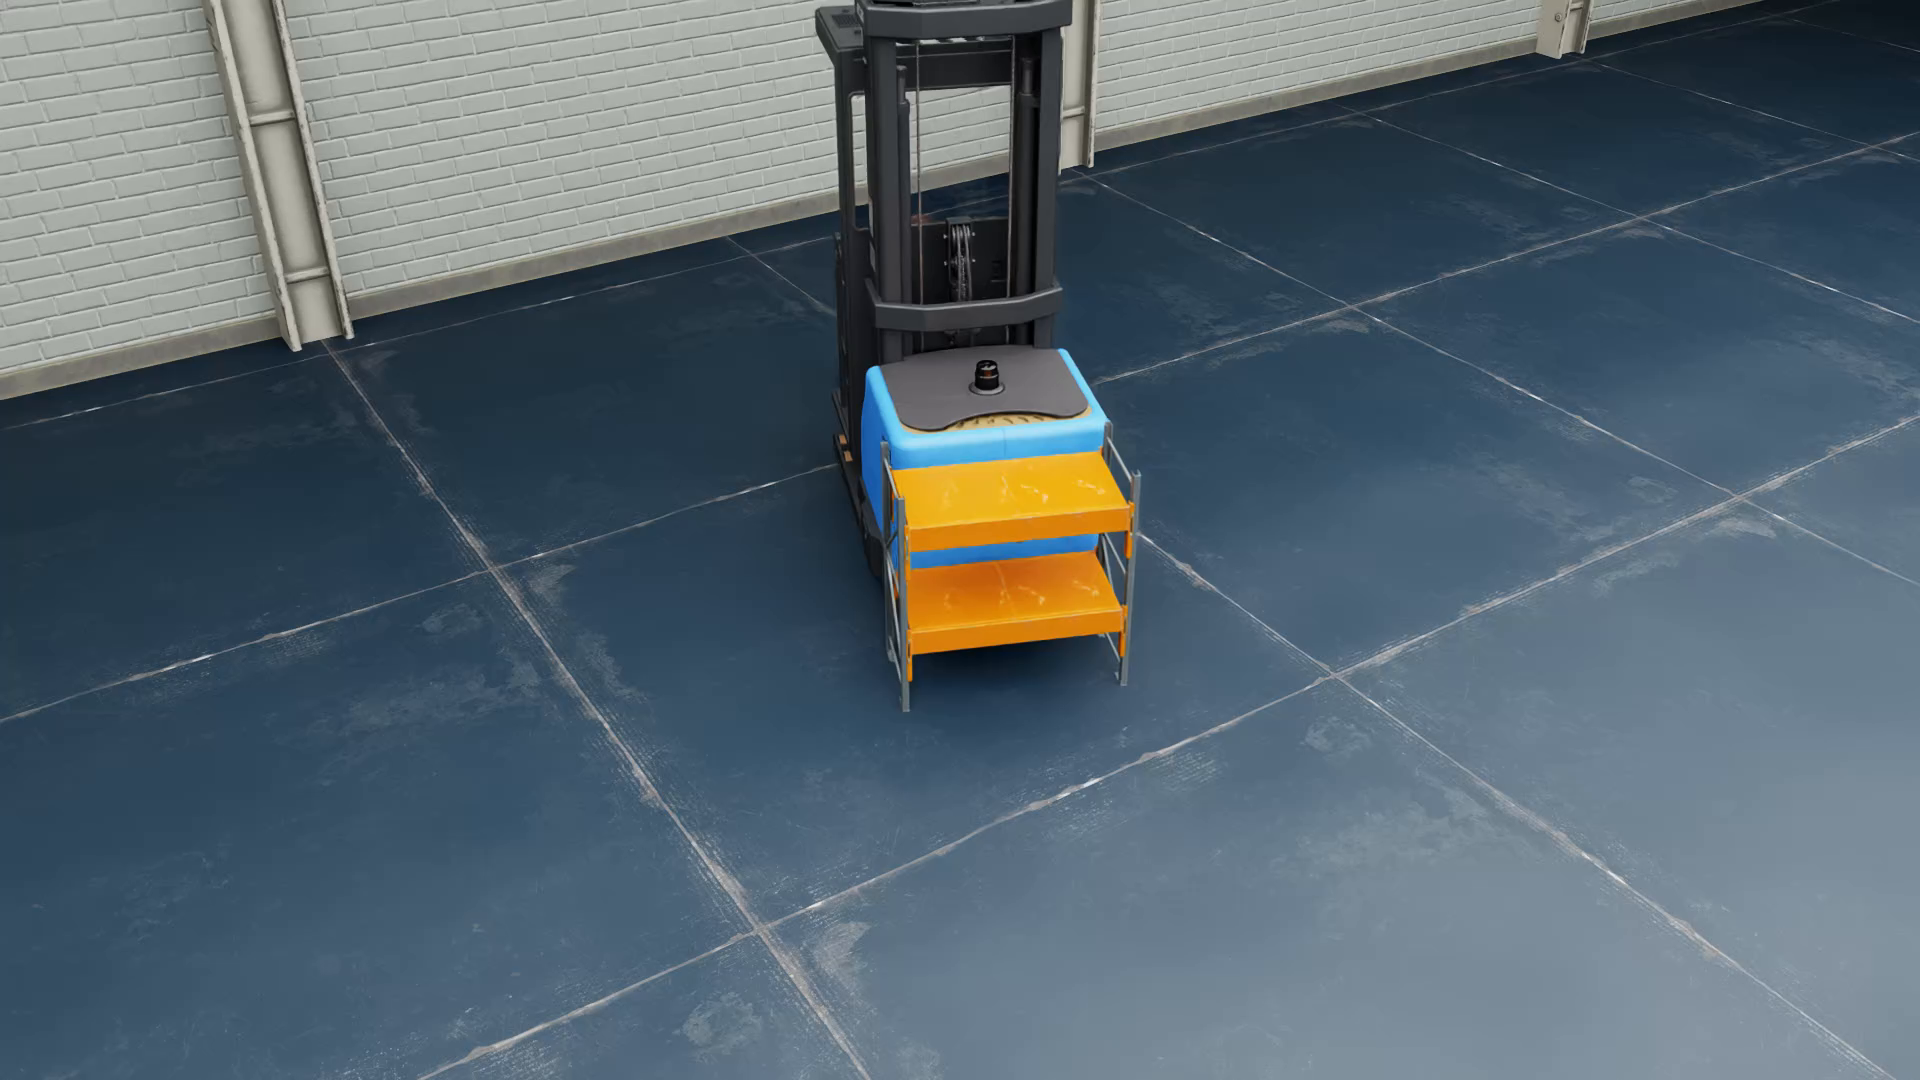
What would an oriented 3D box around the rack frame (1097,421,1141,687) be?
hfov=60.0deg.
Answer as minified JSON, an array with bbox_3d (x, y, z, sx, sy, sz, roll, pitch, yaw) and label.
[{"bbox_3d":[0.710,0.071,7.581,0.032,1.125,0.500,-6,33,-9],"label":"rack frame"}]

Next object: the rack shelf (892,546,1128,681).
[{"bbox_3d":[0.210,0.328,7.632,1.000,0.278,0.538,-6,33,-9],"label":"rack shelf"}]

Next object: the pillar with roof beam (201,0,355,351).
[{"bbox_3d":[-1.863,-3.209,5.403,0.400,9.000,9.100,-19,37,-27],"label":"pillar with roof beam"}]

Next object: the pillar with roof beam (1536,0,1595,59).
[{"bbox_3d":[8.223,-6.678,10.902,0.400,9.000,9.100,-19,37,-27],"label":"pillar with roof beam"}]

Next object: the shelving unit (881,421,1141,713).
[{"bbox_3d":[0.211,0.122,7.501,1.048,1.125,0.538,-6,33,-9],"label":"shelving unit"}]

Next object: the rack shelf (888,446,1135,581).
[{"bbox_3d":[0.211,-0.125,7.344,1.000,0.278,0.538,-6,33,-9],"label":"rack shelf"}]

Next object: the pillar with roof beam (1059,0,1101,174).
[{"bbox_3d":[3.180,-4.944,8.153,0.400,9.000,9.100,-19,37,-27],"label":"pillar with roof beam"}]

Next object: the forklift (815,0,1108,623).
[{"bbox_3d":[-0.102,-1.603,8.544,1.130,2.935,3.031,-6,33,-10],"label":"forklift"}]

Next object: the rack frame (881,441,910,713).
[{"bbox_3d":[-0.289,0.173,7.420,0.032,1.125,0.500,-6,33,-9],"label":"rack frame"}]
